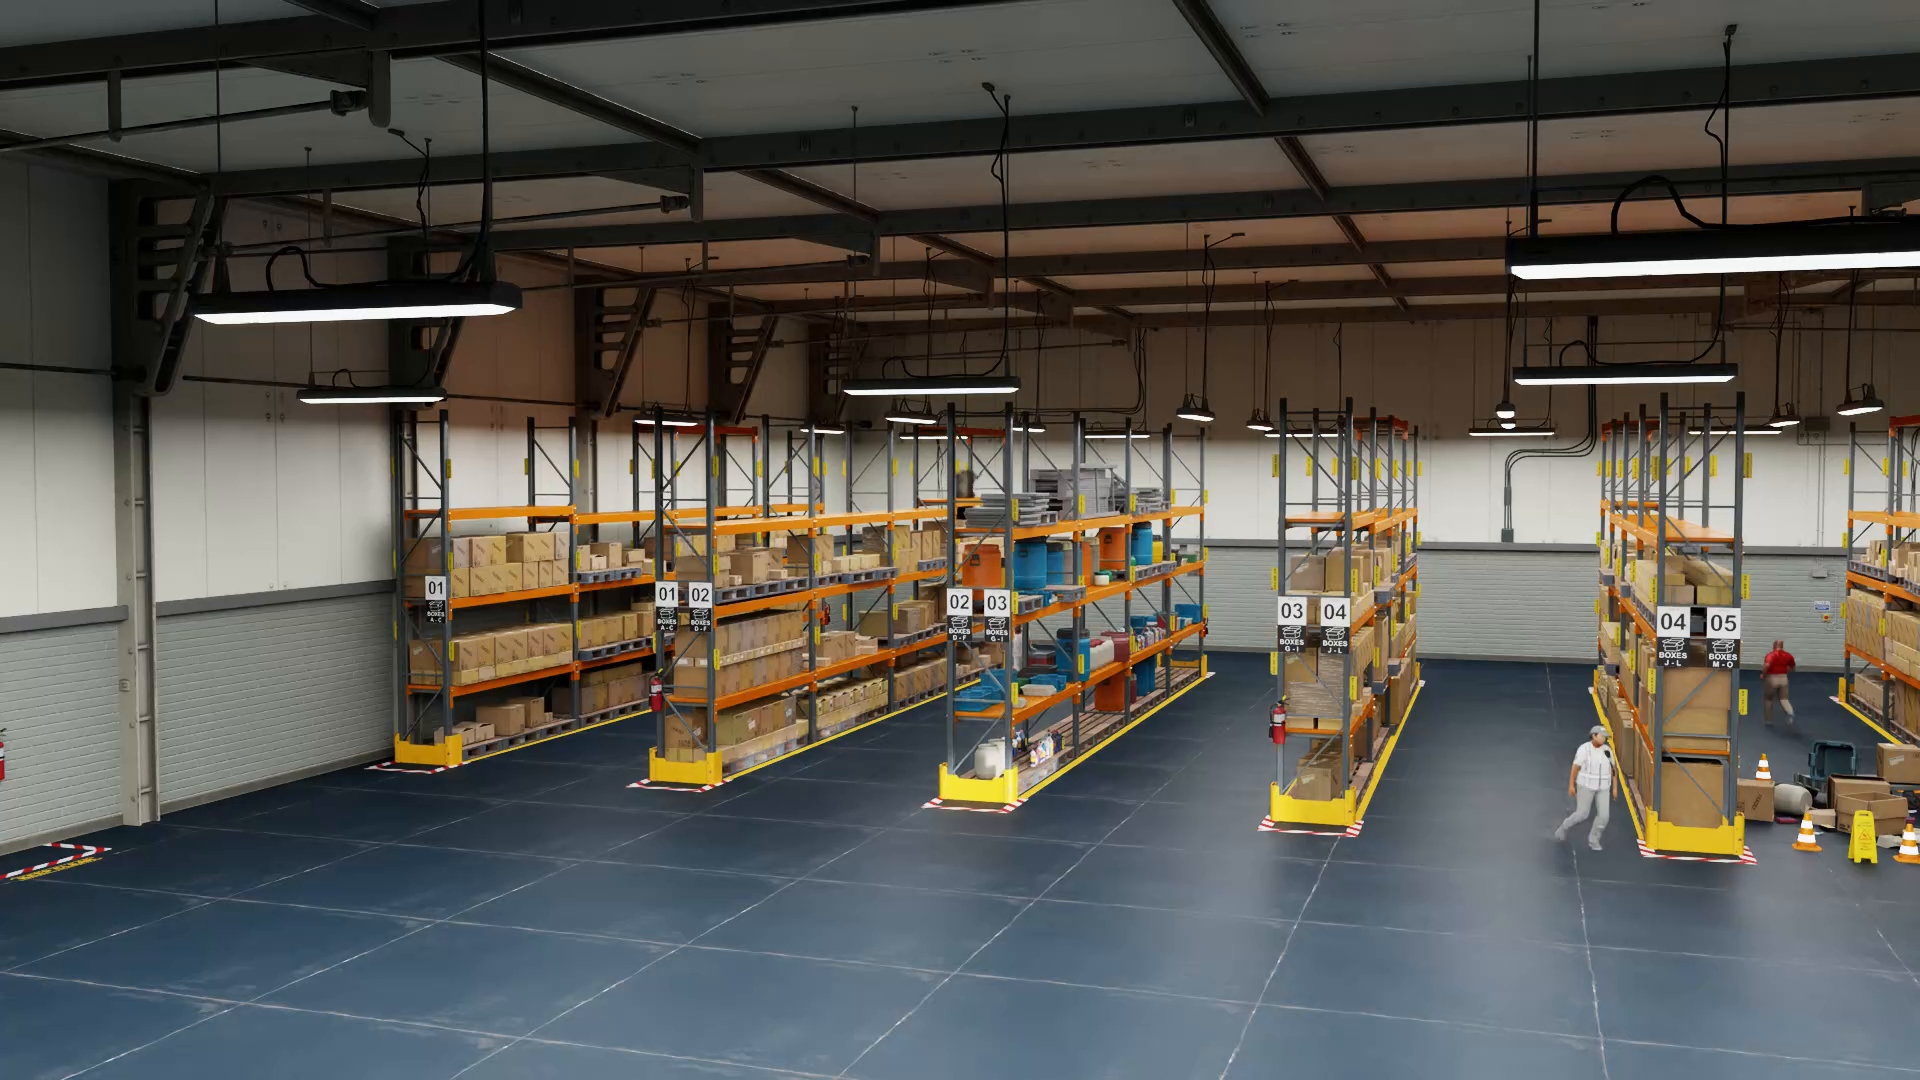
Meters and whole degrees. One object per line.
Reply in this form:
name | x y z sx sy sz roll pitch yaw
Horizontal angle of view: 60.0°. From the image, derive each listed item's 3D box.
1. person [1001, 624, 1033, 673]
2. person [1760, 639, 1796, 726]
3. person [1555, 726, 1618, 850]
person | 1.314 2.577 37.014 0.721 1.717 0.784 -1 3 -23
person | 15.816 2.760 32.167 0.663 1.695 0.926 0 2 4
person | 8.227 3.233 21.822 0.669 1.626 0.582 0 2 -4
